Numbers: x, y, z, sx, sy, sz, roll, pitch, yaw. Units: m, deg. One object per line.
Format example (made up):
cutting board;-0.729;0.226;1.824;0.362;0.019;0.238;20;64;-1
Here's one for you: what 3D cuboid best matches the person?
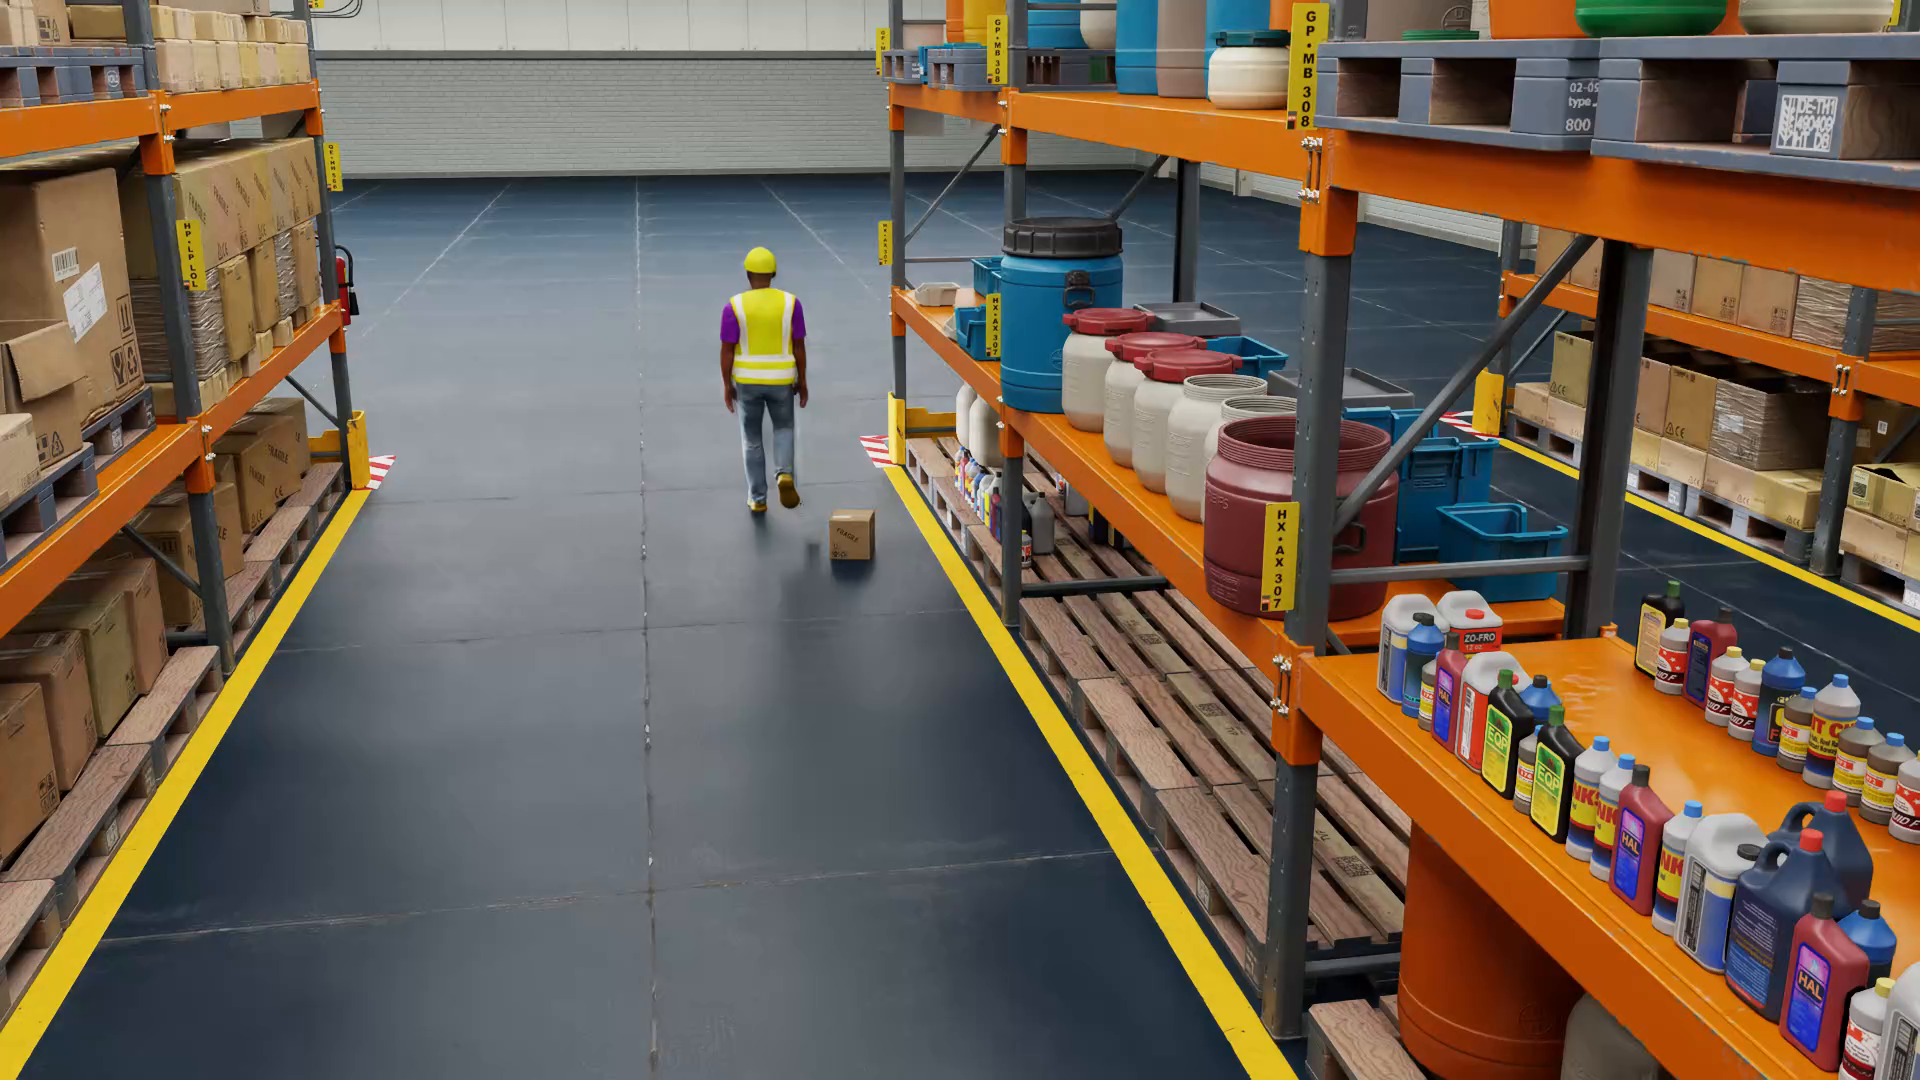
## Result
person;-1.290;-1.048;10.981;0.573;1.756;0.517;-4;17;-14
